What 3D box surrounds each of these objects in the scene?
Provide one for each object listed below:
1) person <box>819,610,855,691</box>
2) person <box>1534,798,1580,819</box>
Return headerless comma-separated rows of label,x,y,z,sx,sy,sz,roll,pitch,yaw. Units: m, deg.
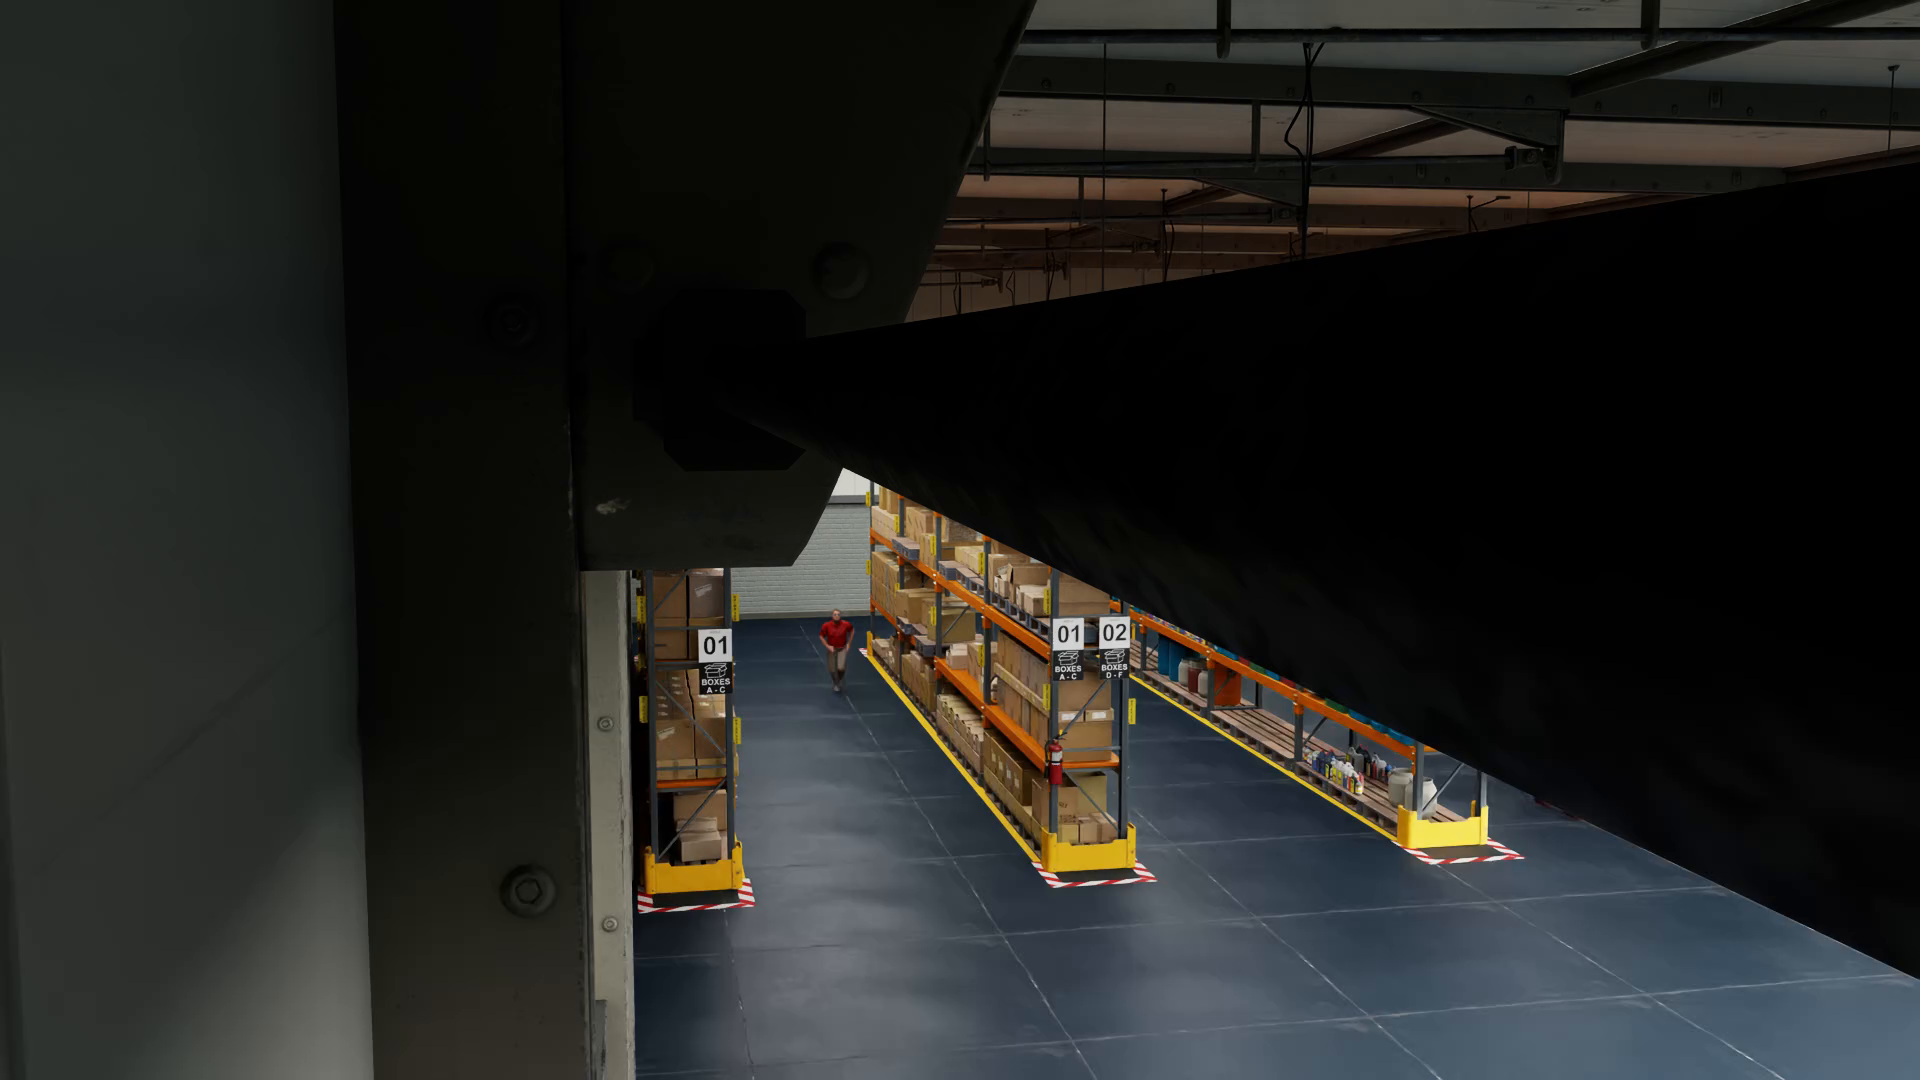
person,-2.390,2.145,32.339,0.662,1.641,0.742,0,6,2
person,8.470,3.061,23.486,0.508,1.608,0.930,-3,7,-29
